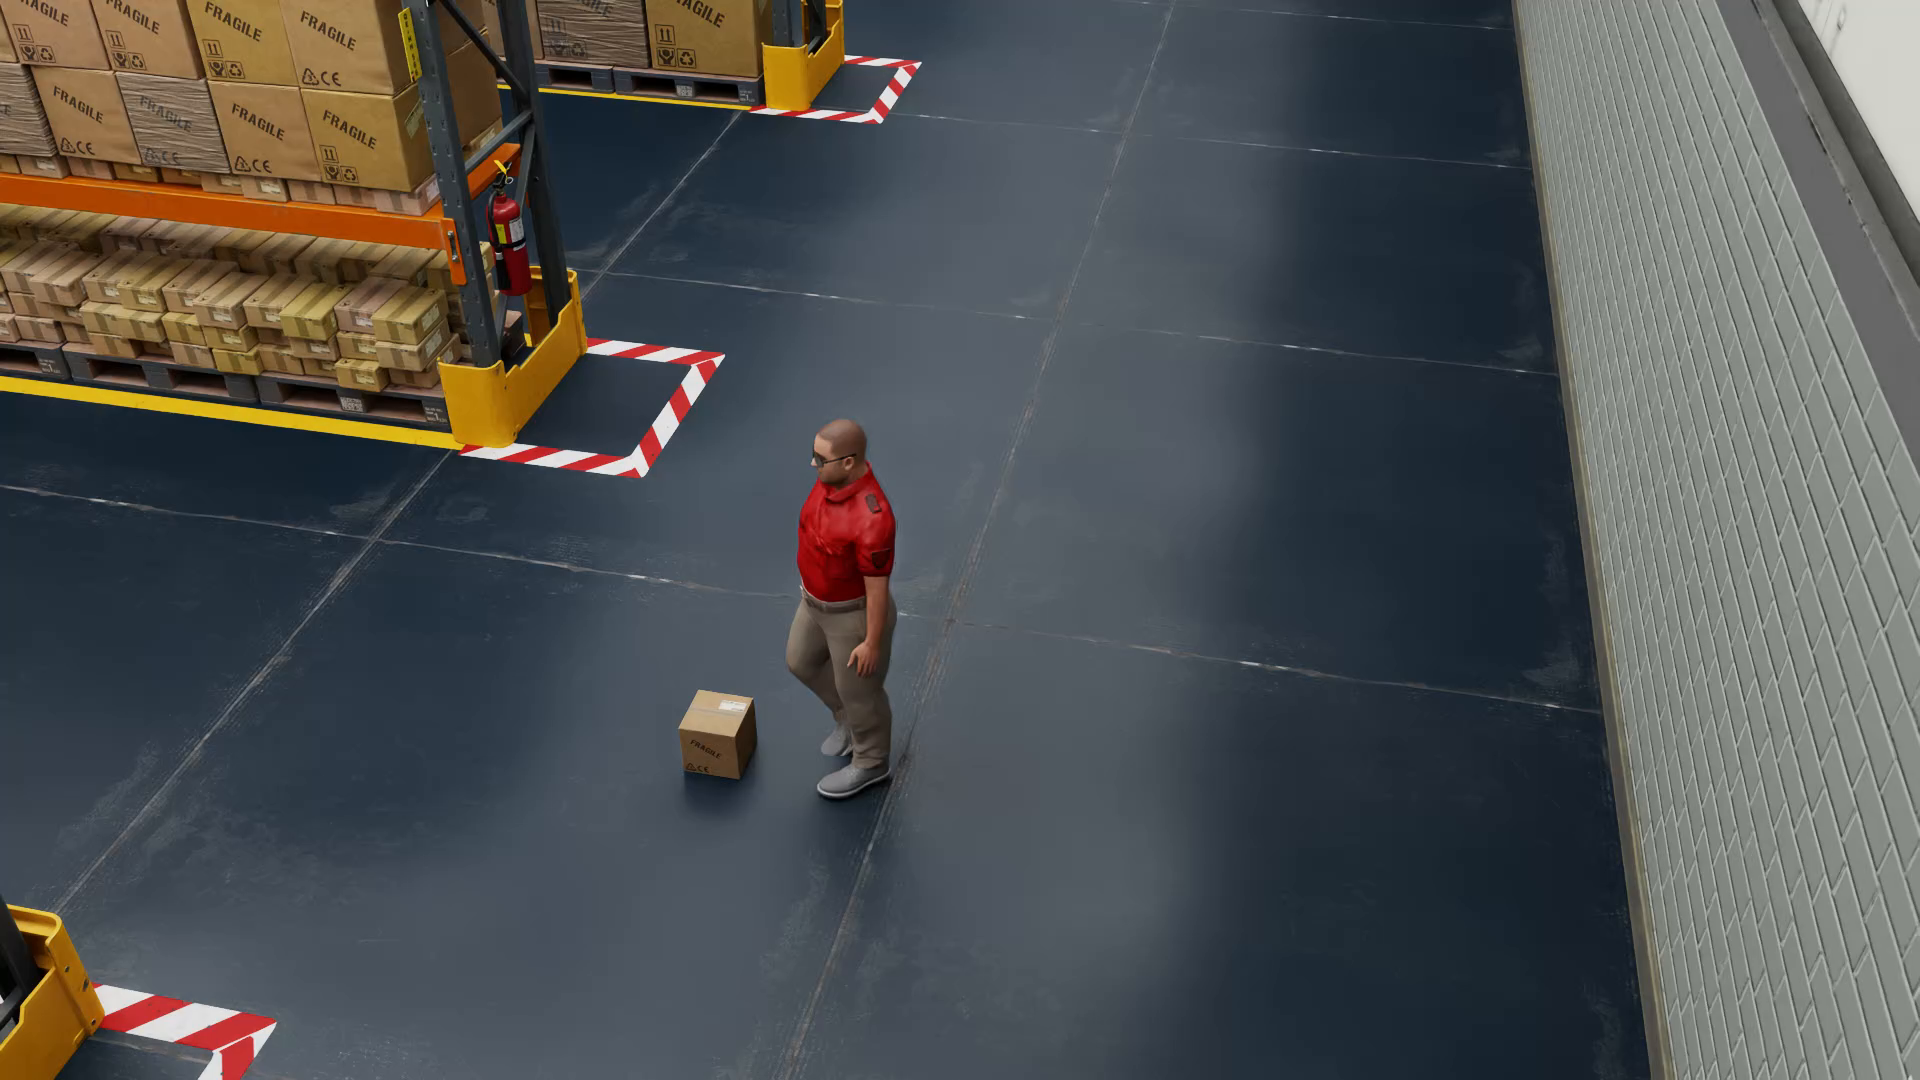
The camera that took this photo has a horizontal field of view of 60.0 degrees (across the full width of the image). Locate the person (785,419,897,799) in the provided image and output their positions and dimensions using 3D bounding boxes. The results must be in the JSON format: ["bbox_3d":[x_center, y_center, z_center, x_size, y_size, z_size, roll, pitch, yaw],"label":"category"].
[{"bbox_3d":[-0.463,0.303,6.605,0.387,1.790,0.561,-15,39,-20],"label":"person"}]
